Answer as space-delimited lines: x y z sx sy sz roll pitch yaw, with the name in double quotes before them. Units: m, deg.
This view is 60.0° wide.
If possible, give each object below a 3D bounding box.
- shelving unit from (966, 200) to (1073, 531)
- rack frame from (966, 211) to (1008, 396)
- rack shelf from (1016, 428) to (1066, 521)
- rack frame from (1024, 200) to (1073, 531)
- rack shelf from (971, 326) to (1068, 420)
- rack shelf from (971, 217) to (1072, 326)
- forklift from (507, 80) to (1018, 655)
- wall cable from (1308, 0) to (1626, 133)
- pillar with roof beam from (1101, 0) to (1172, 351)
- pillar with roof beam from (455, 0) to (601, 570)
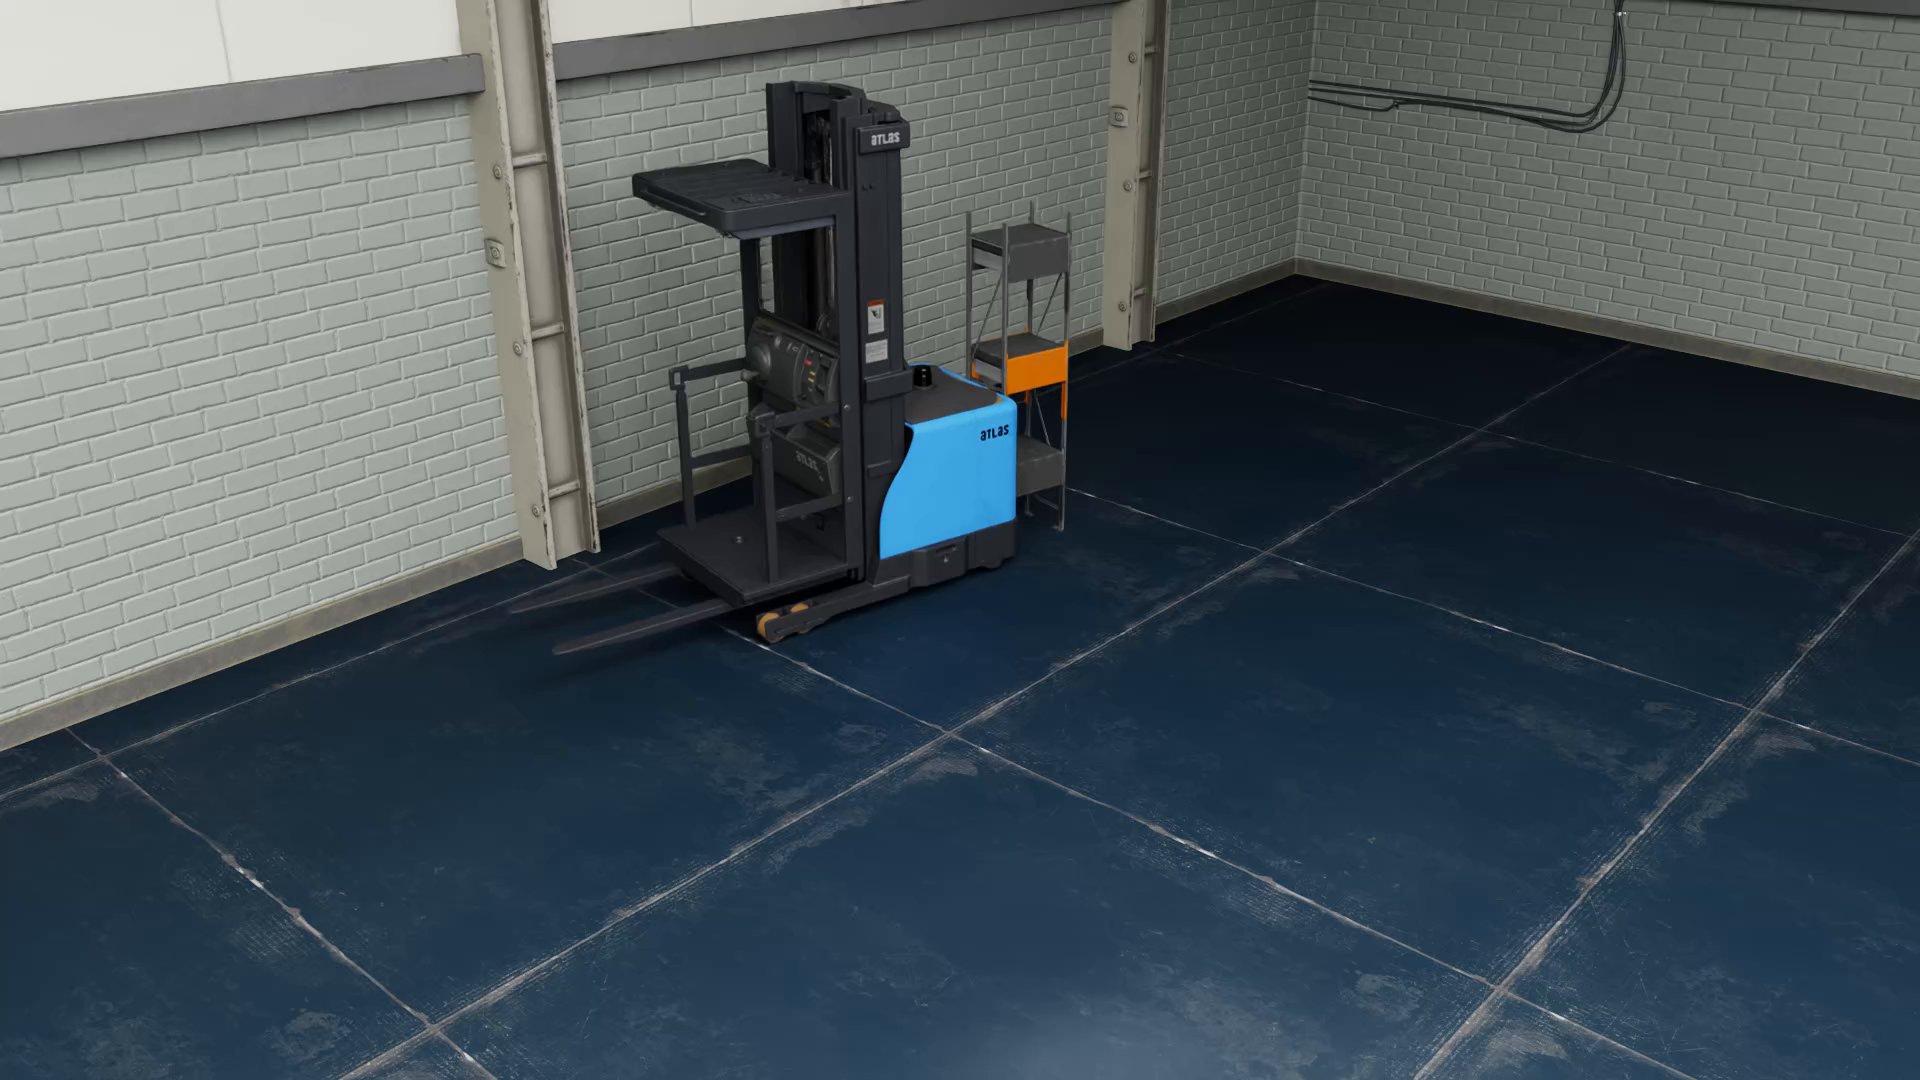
"shelving unit" 0.358 -1.023 10.465 0.503 2.100 0.431 -17 29 -33
"rack frame" 0.161 -0.964 10.334 0.015 2.100 0.400 -17 29 -33
"rack shelf" 0.358 -0.372 10.757 0.480 0.518 0.431 -17 29 -33
"rack frame" 0.555 -1.082 10.596 0.015 2.100 0.400 -17 29 -33
"rack shelf" 0.358 -1.010 10.470 0.480 0.518 0.431 -17 29 -33
"rack shelf" 0.358 -1.649 10.184 0.480 0.518 0.431 -17 29 -33
"forklift" -1.129 -1.001 9.399 3.031 2.935 1.130 -17 29 -33
"wall cable" 4.425 -4.967 14.625 3.097 2.526 0.112 20 31 38
"pillar with roof beam" 4.680 -4.672 10.171 9.100 9.000 0.400 20 31 38
"pillar with roof beam" 0.676 -2.844 6.094 9.100 9.000 0.400 20 31 38
